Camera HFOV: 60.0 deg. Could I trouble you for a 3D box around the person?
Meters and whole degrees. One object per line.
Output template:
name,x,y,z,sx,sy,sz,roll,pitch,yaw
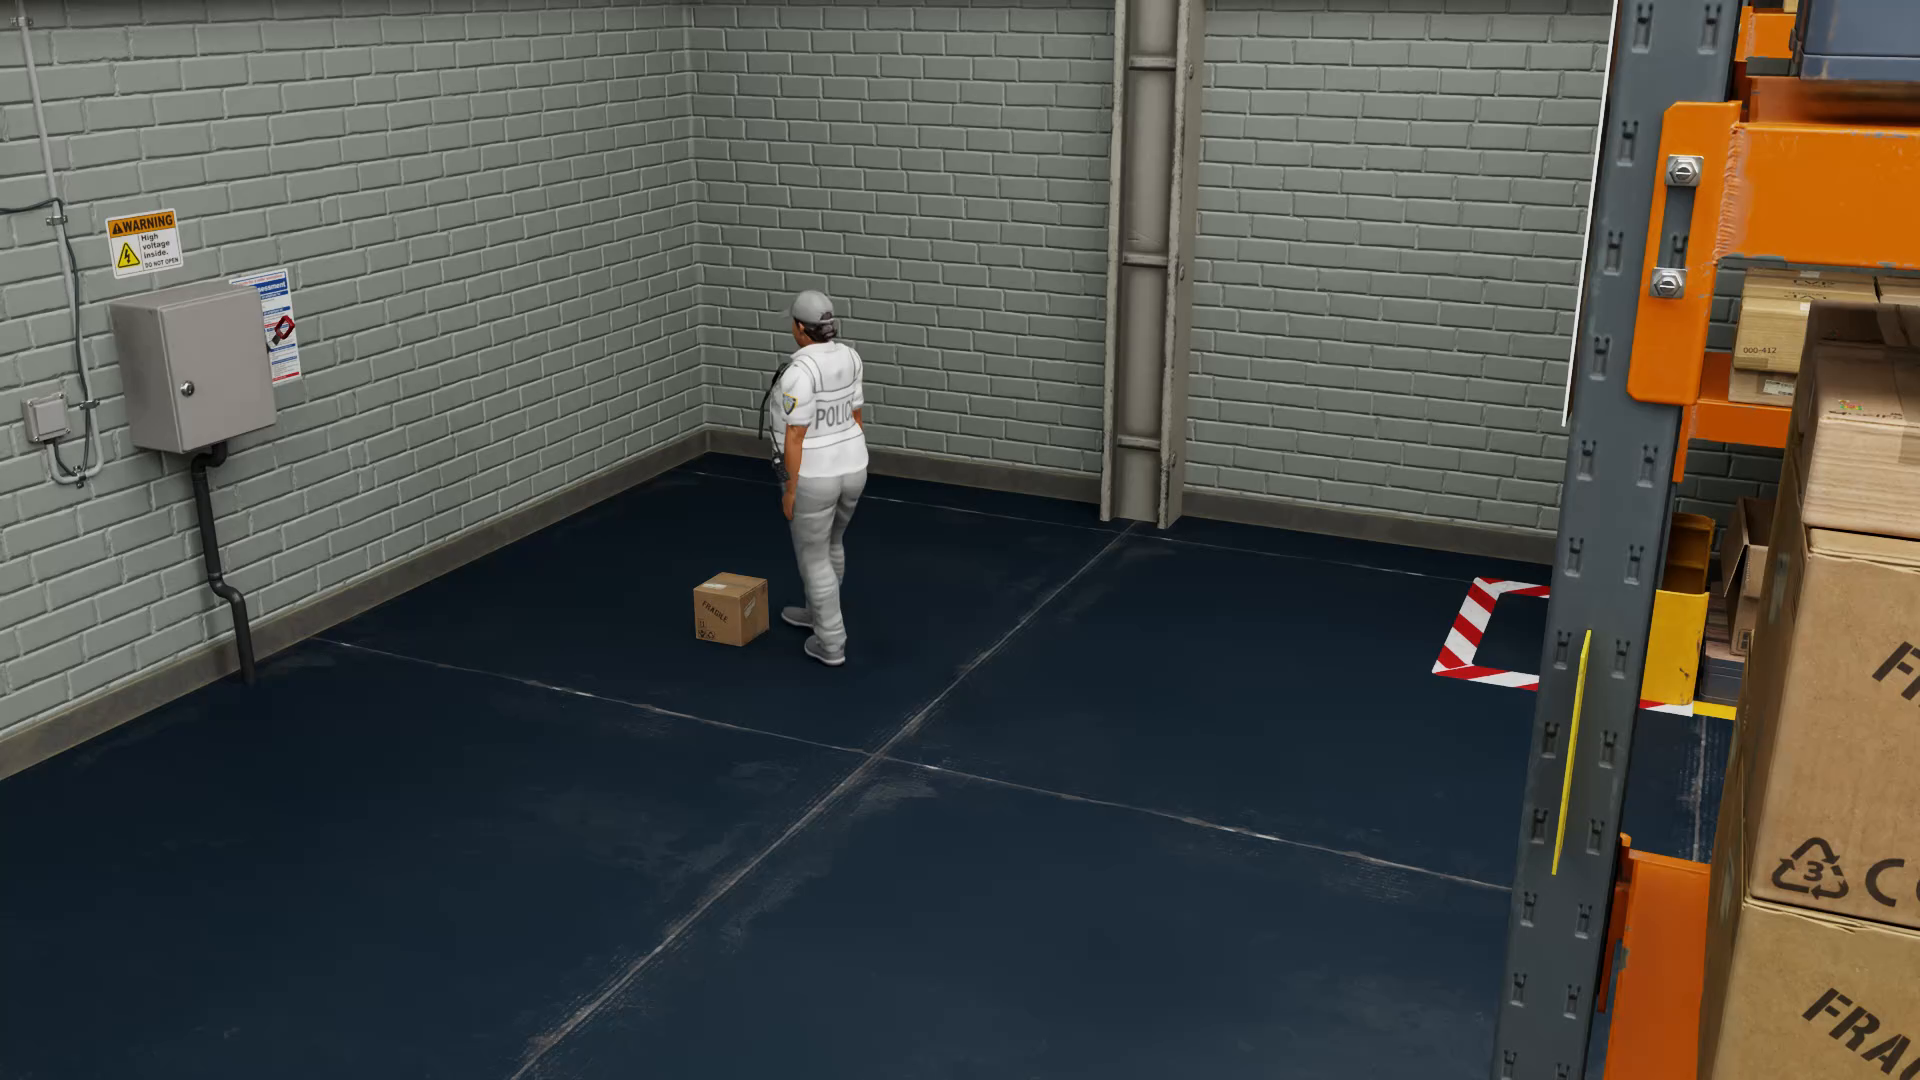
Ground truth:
person,-0.700,-0.300,7.417,0.584,1.657,0.481,13,23,34
